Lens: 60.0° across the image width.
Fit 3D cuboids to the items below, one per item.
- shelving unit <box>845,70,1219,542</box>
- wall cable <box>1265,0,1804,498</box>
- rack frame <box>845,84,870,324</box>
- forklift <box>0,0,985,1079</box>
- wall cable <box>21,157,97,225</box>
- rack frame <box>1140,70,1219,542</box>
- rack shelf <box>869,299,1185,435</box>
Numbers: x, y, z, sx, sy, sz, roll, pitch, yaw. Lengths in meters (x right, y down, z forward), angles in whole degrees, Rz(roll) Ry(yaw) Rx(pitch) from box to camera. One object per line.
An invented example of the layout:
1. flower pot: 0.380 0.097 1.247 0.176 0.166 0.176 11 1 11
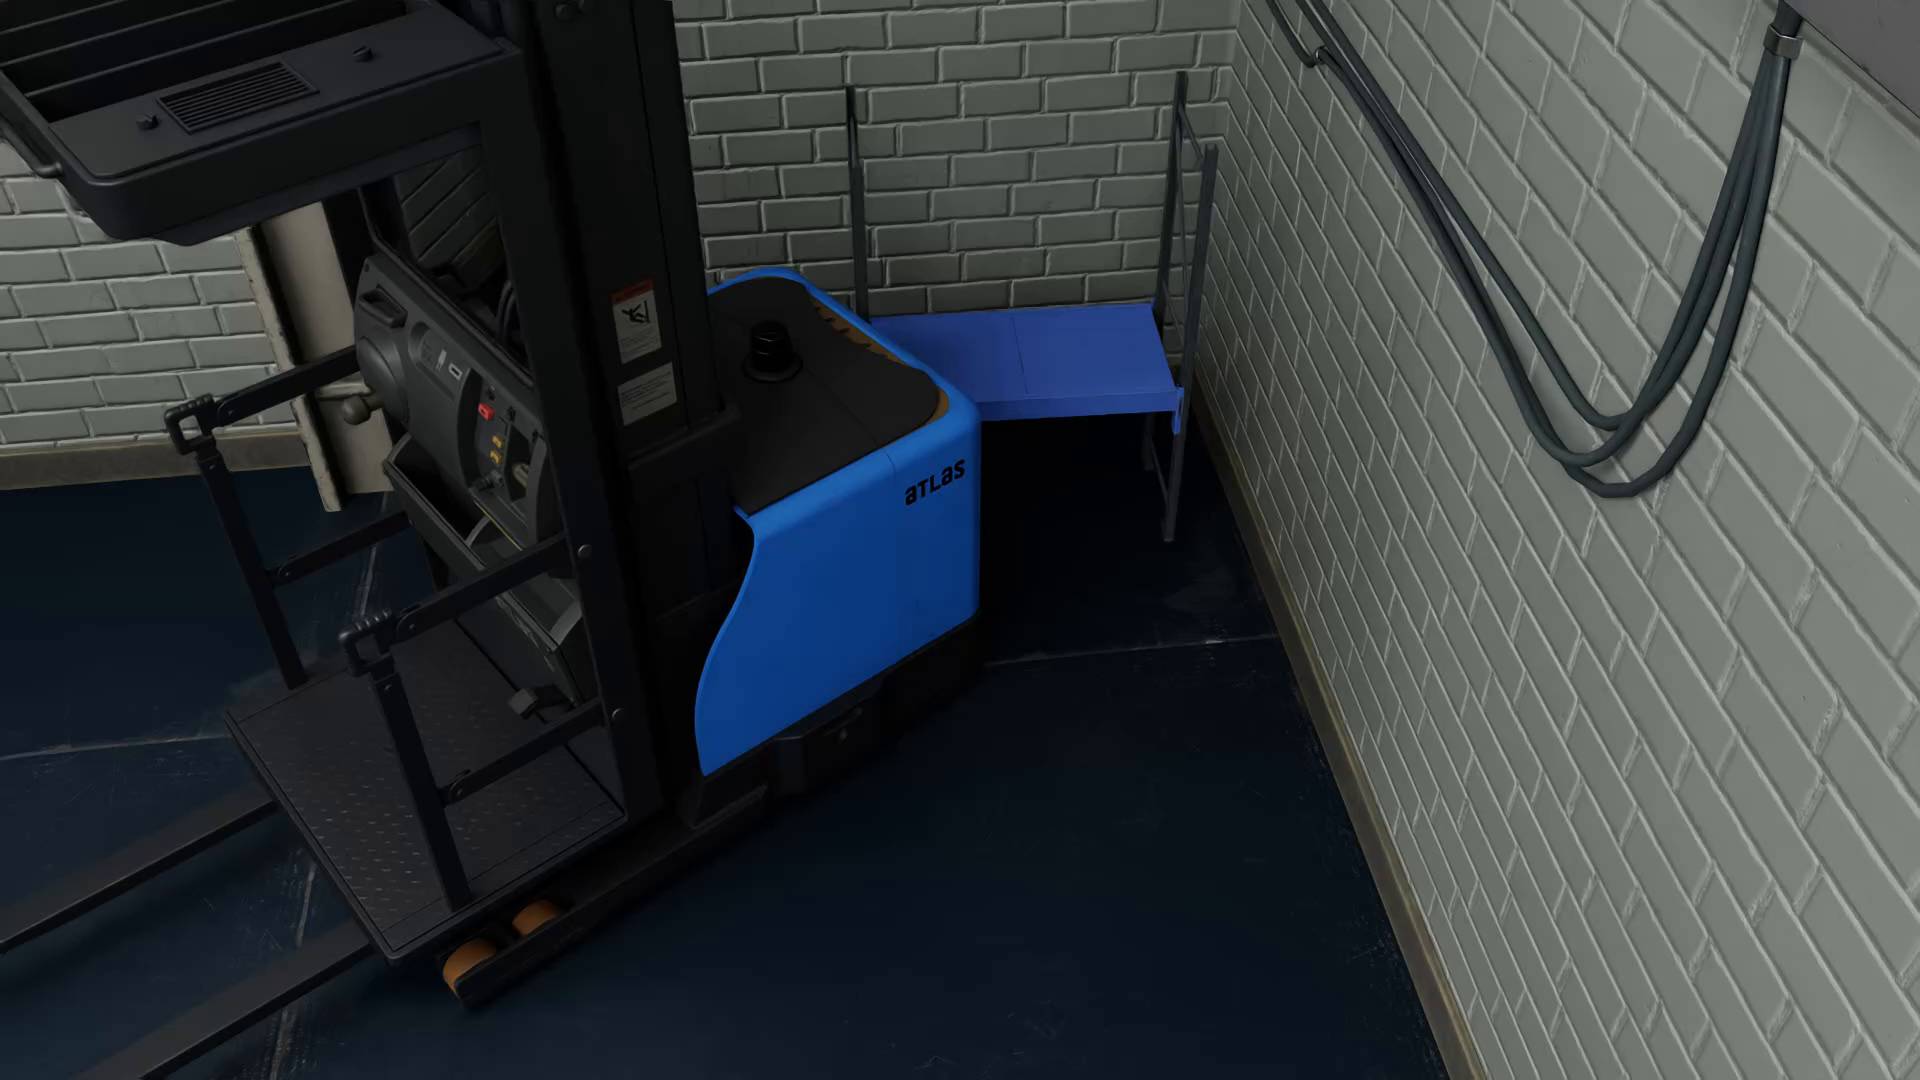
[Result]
1. shelving unit: 0.195 -0.688 5.393 1.048 1.500 0.538 -3 42 -4
2. wall cable: 1.030 -1.852 3.403 0.112 2.526 3.097 -5 42 -6
3. rack frame: -0.311 -0.658 5.359 0.032 1.500 0.500 -3 42 -4
4. forklift: -1.378 -0.273 3.864 3.031 2.935 1.130 -29 50 -29
5. wall cable: -3.478 -1.640 4.570 1.851 1.984 0.084 -5 42 -6
6. rack frame: 0.701 -0.719 5.427 0.032 1.500 0.500 -3 42 -4
7. rack shelf: 0.195 -0.555 5.514 1.000 0.185 0.538 -3 42 -4
